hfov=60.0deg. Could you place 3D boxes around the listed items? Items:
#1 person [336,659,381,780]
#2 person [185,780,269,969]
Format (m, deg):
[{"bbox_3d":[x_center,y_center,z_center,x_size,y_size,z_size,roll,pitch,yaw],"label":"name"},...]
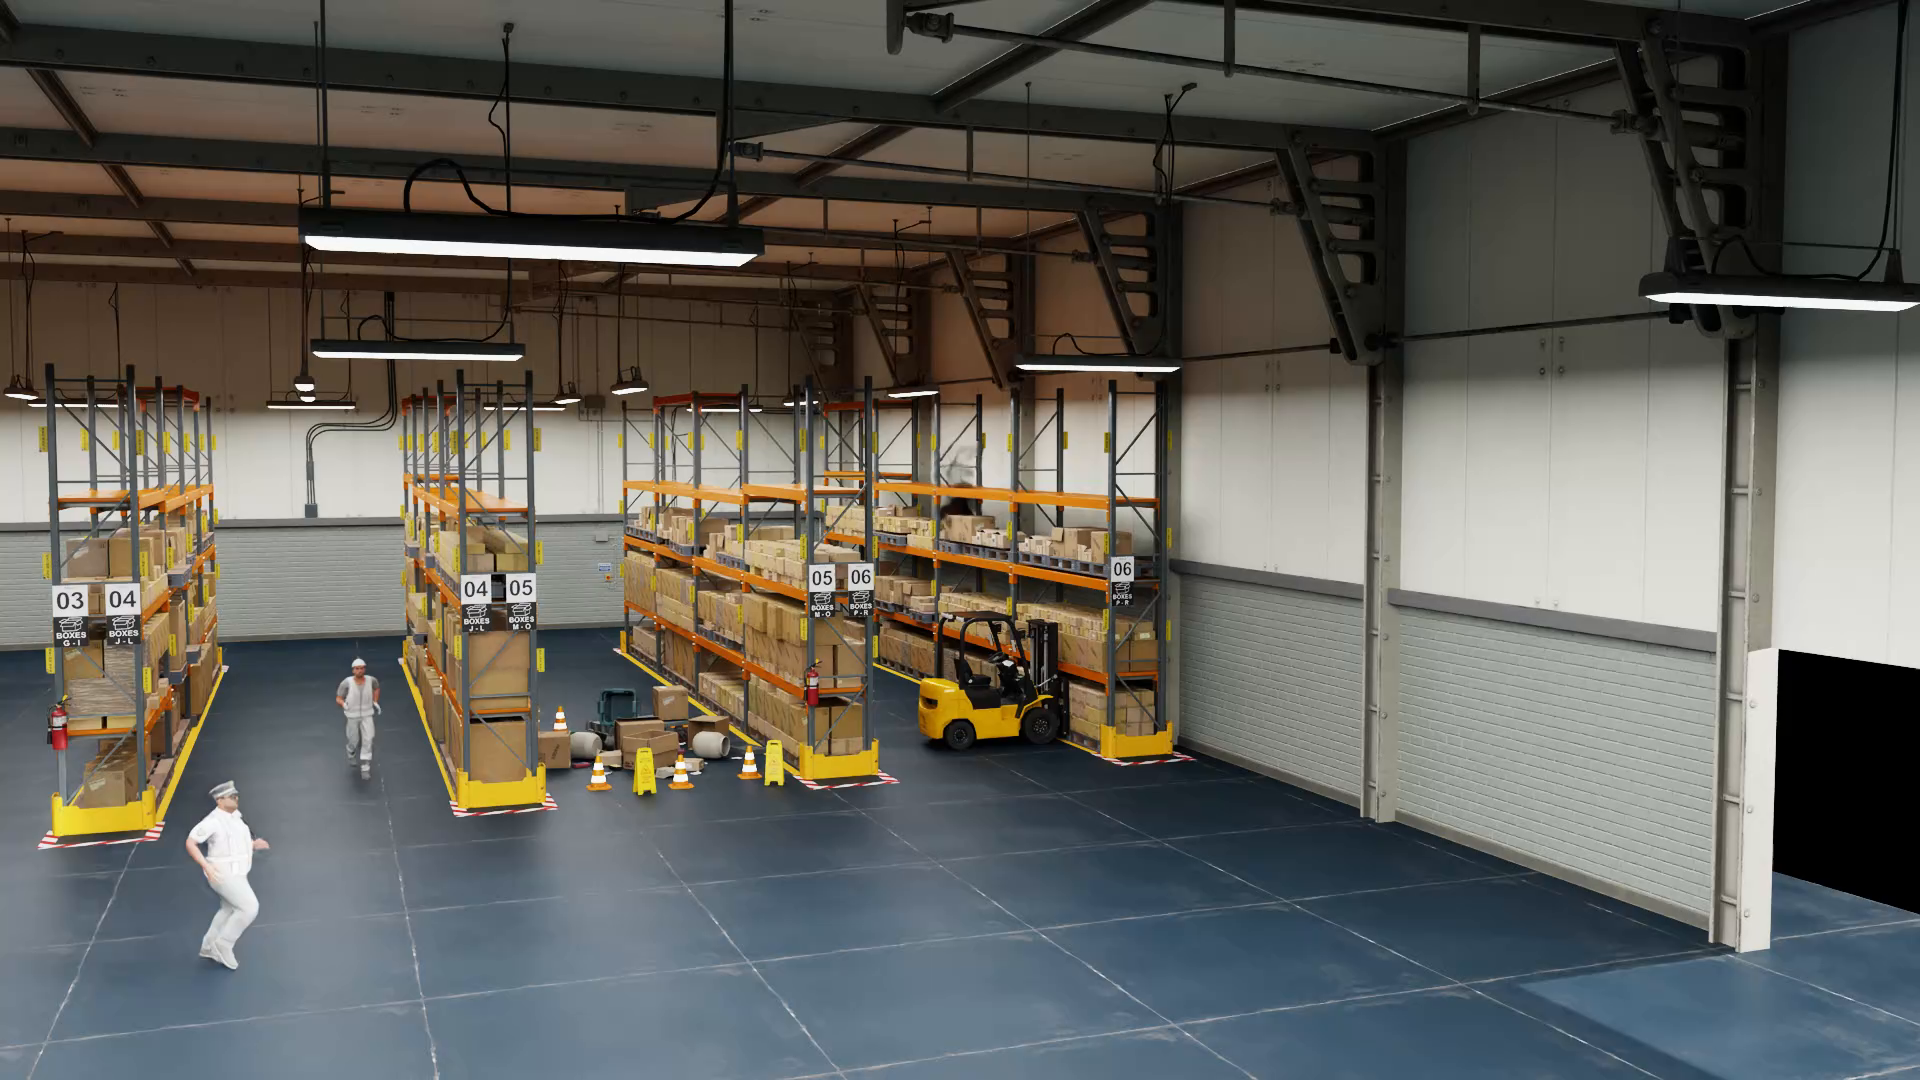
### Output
[{"bbox_3d":[-9.004,2.648,24.911,0.634,1.777,0.984,-2,4,-27],"label":"person"},{"bbox_3d":[-6.967,3.192,15.912,0.702,1.793,0.637,0,3,-2],"label":"person"}]
